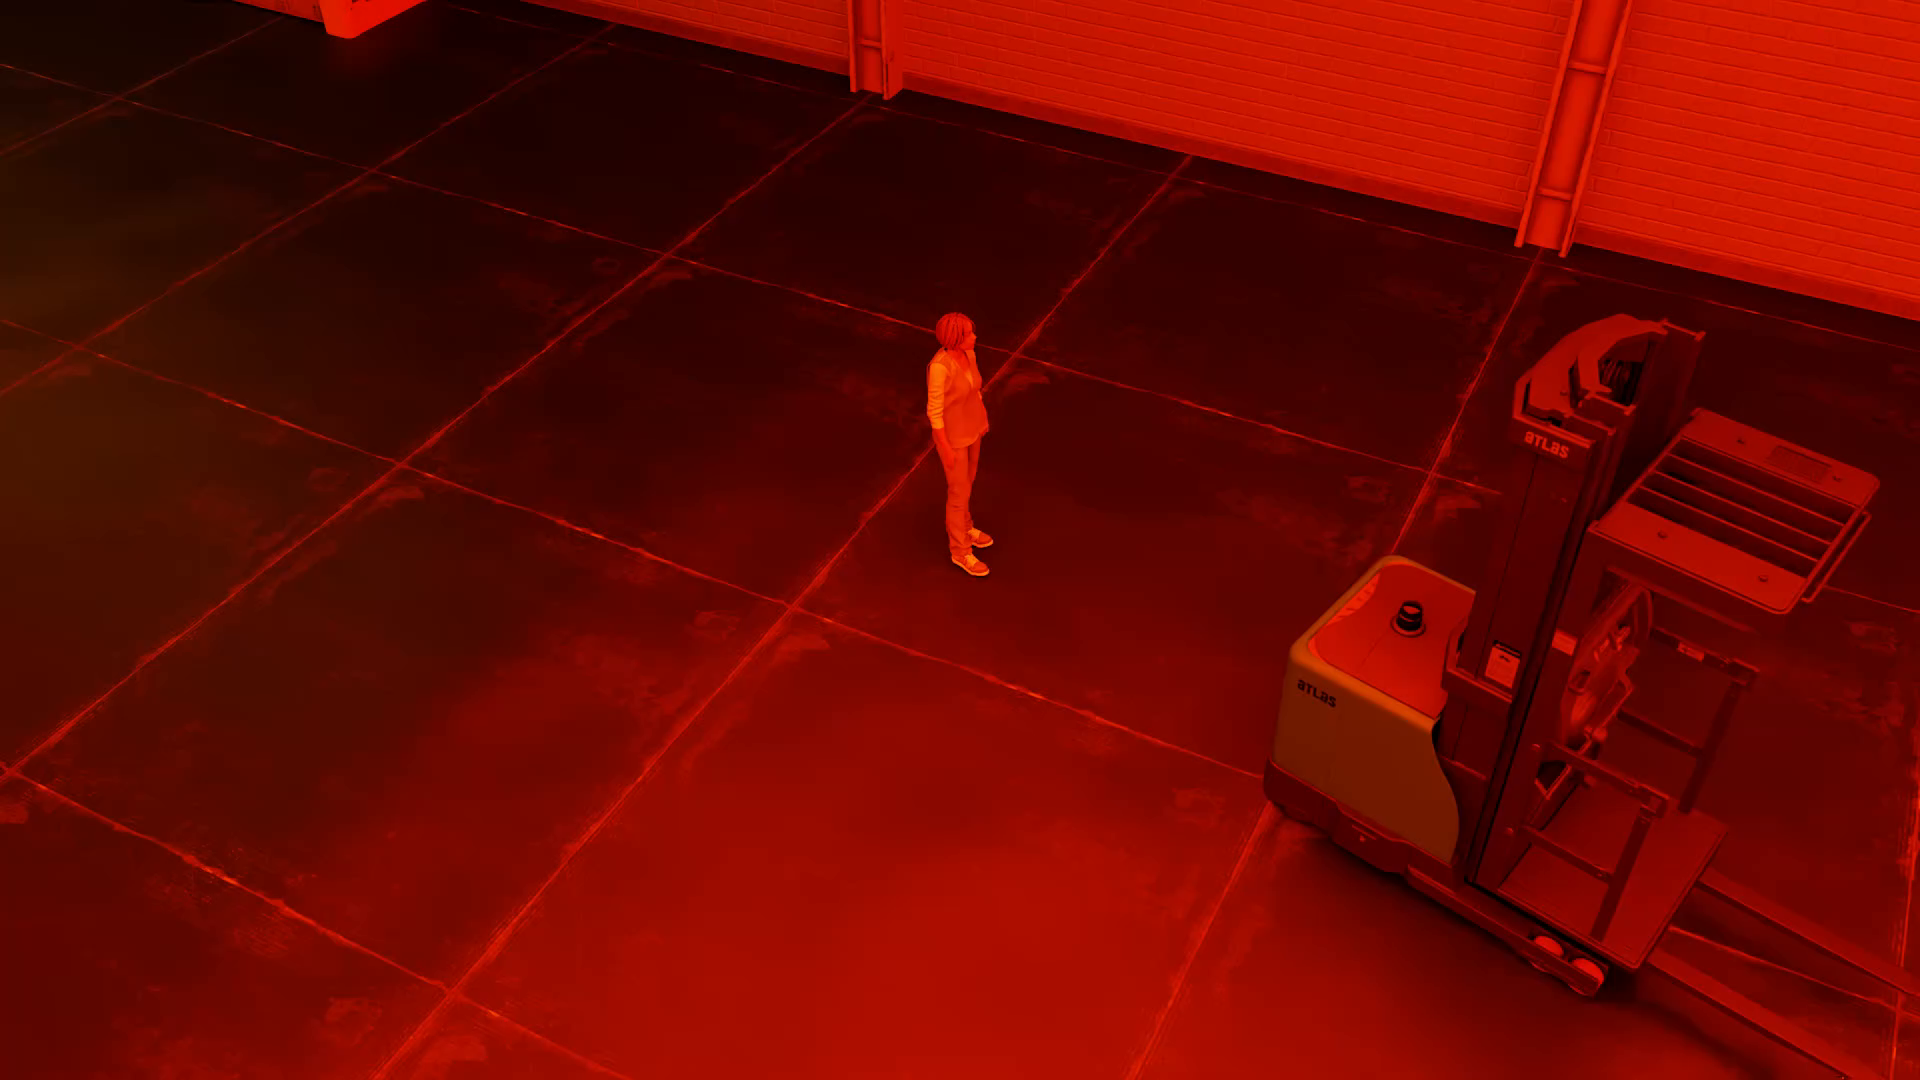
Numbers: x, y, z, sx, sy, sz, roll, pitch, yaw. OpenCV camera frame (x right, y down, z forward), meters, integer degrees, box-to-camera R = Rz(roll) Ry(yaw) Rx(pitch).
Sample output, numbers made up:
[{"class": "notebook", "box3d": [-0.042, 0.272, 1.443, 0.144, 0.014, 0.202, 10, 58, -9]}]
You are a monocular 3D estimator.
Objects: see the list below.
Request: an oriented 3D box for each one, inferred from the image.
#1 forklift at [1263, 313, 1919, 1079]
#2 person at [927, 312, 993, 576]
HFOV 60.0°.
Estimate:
[{"class": "forklift", "box3d": [3.016, 0.608, 7.265, 3.031, 2.935, 1.130, 29, 48, 30]}, {"class": "person", "box3d": [0.060, -0.586, 9.706, 0.473, 1.599, 0.520, 18, 43, 21]}]
